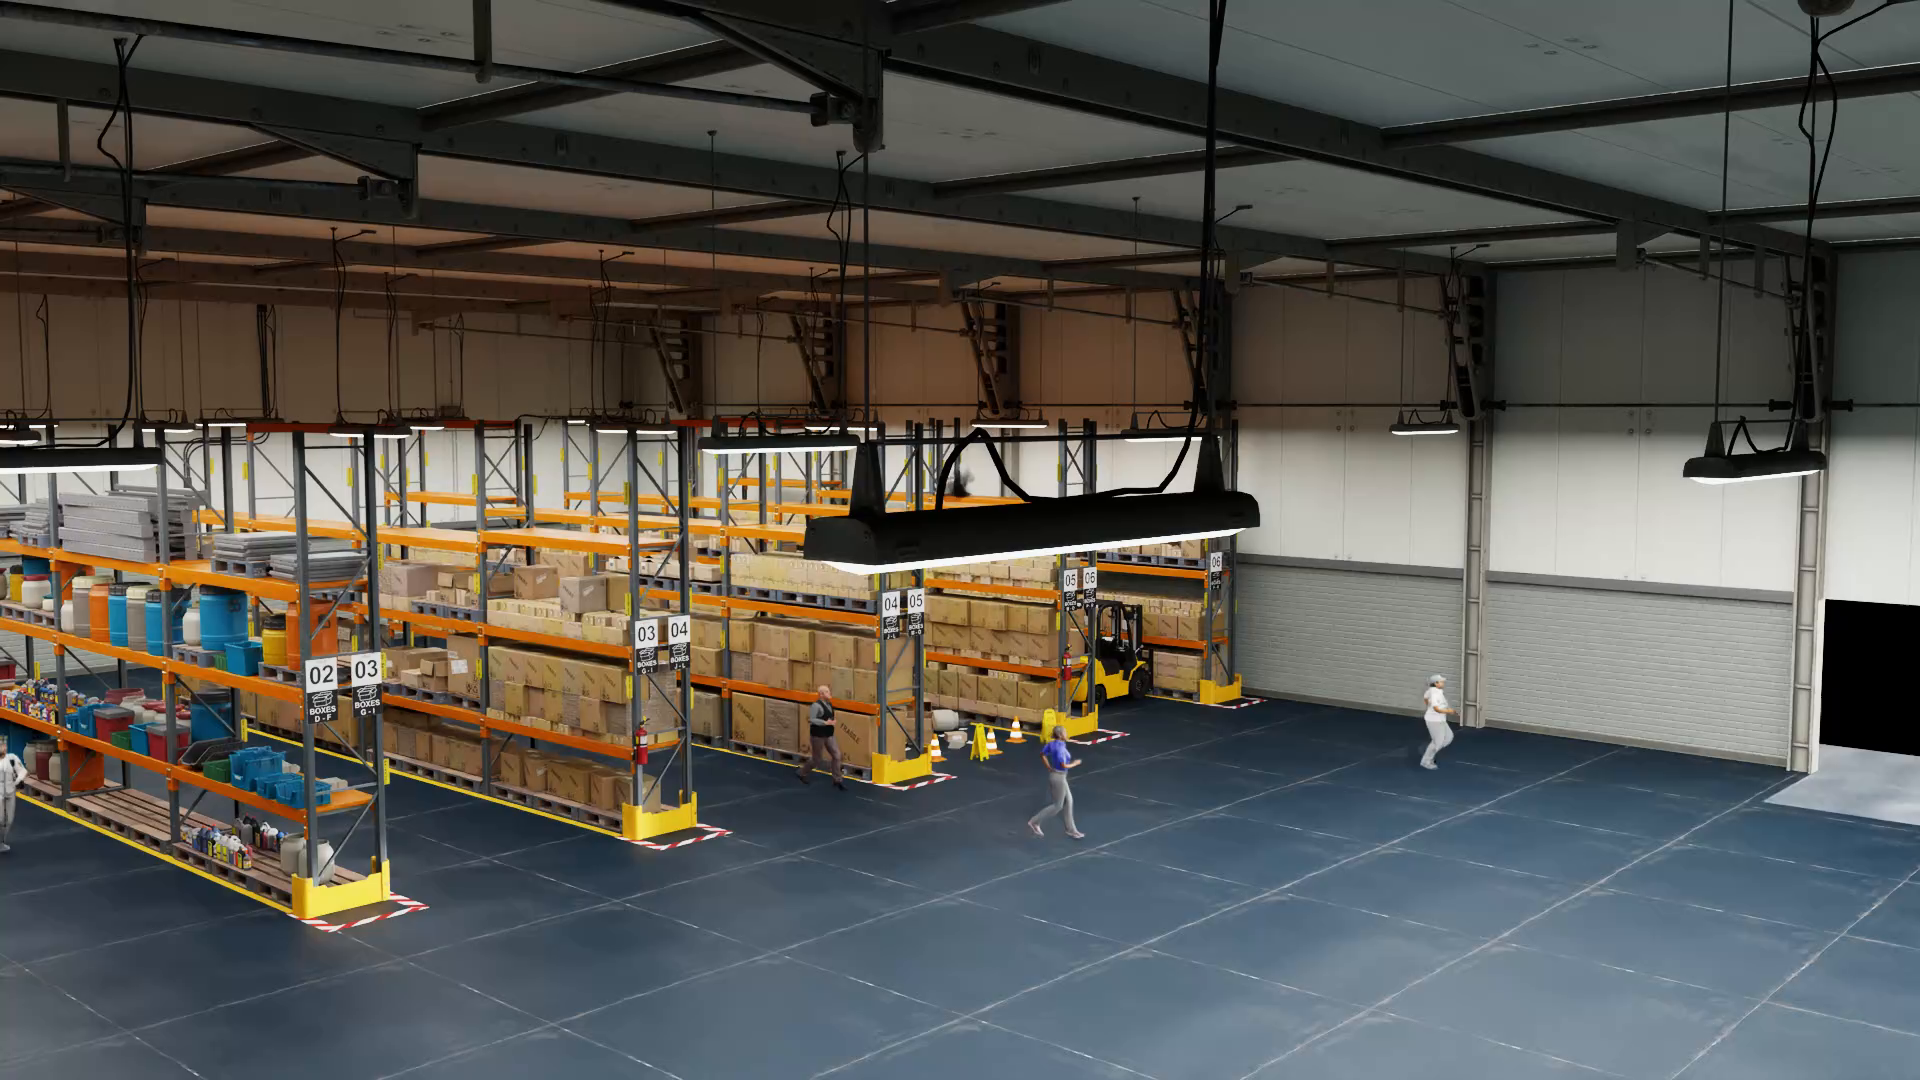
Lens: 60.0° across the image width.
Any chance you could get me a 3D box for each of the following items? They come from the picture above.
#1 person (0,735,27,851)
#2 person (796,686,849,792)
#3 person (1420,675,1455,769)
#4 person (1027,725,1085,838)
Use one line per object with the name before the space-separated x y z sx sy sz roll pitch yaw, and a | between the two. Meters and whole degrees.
person | -13.476 3.575 23.417 0.532 1.659 0.667 4 6 42
person | -2.278 3.247 27.290 0.932 1.736 0.686 2 5 27
person | 8.296 3.147 28.863 0.570 1.638 0.661 1 5 15
person | 1.398 3.520 24.178 0.864 1.666 0.609 -1 5 -9
